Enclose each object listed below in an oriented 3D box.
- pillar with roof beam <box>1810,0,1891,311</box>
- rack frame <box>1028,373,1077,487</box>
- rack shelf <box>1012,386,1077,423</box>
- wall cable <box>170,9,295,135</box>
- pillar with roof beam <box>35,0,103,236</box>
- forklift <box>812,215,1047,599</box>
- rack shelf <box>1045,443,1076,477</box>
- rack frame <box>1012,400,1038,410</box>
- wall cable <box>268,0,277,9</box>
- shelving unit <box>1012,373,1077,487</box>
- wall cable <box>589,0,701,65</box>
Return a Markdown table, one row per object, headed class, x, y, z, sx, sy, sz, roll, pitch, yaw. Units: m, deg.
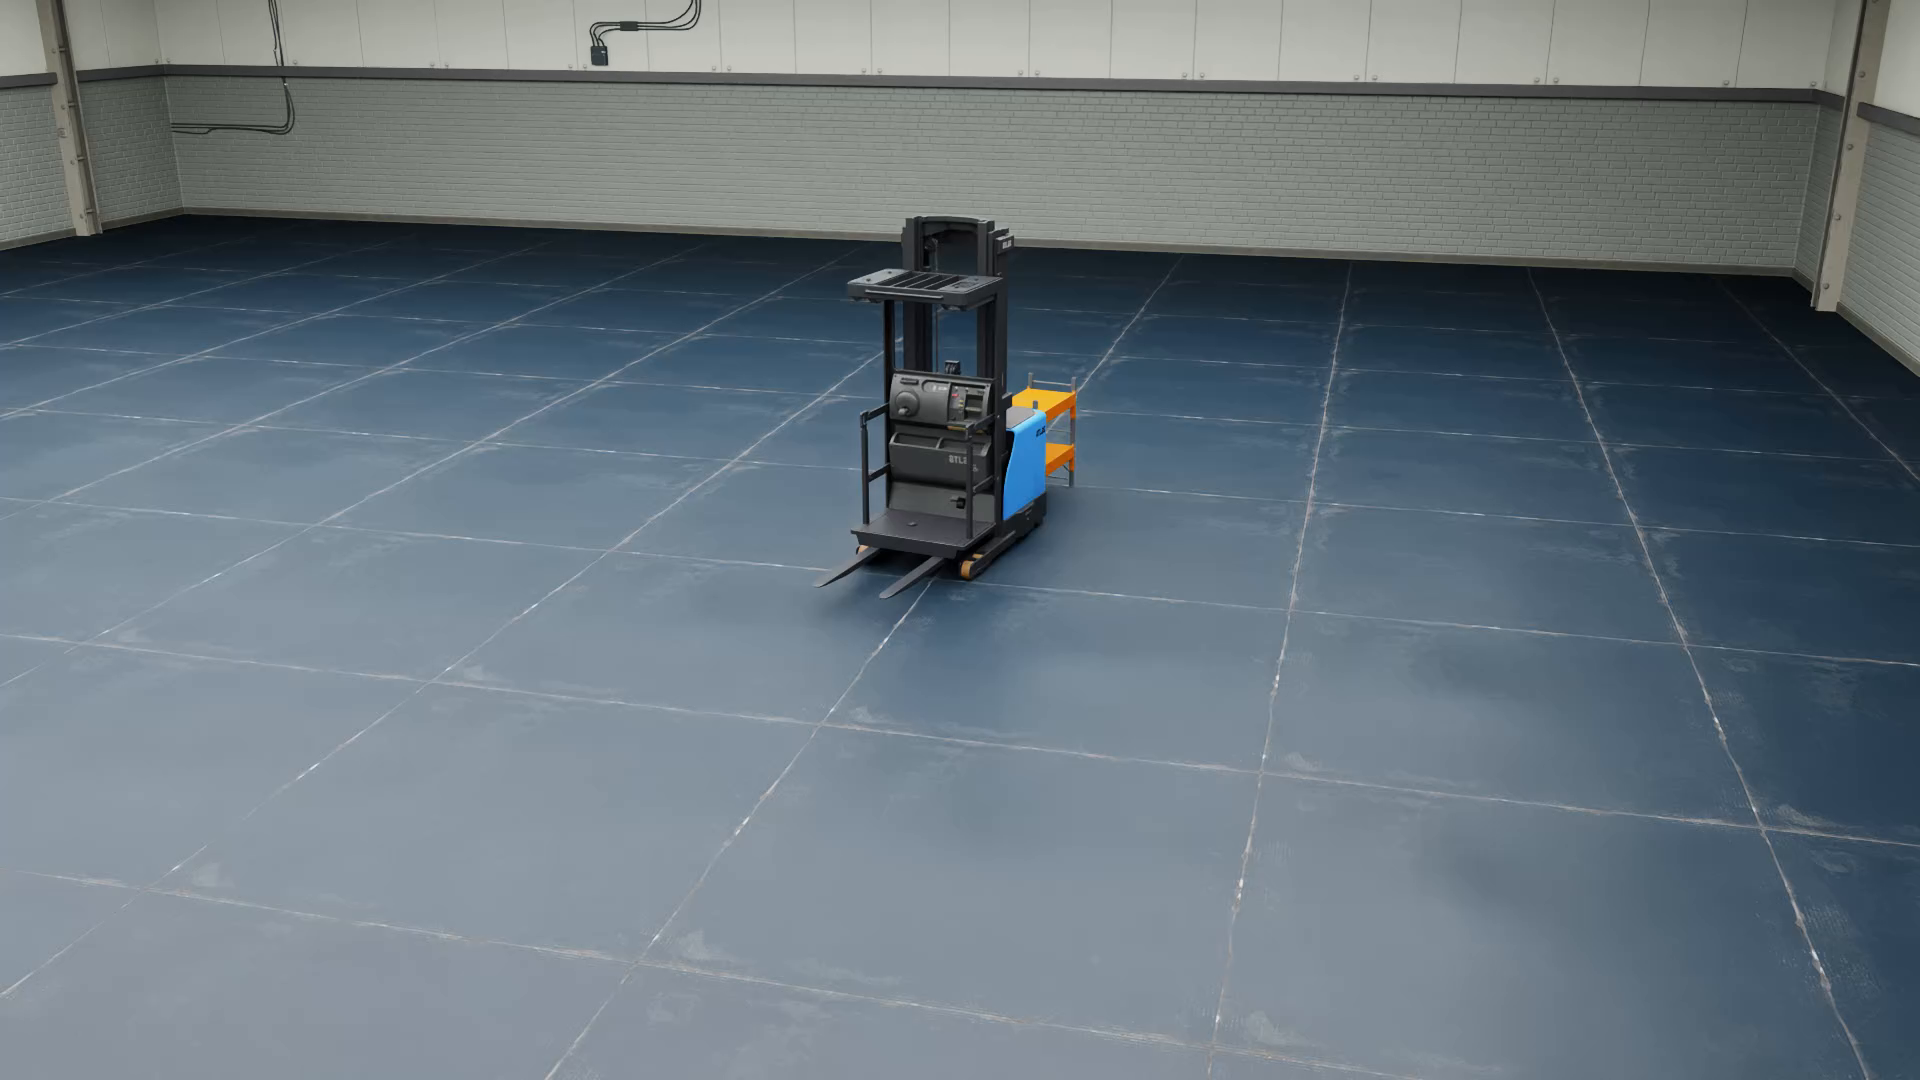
| class | x | y | z | sx | sy | sz | roll | pitch | yaw |
| --- | --- | --- | --- | --- | --- | --- | --- | --- | --- |
| pillar with roof beam | 9.139 | -8.161 | 25.160 | 9.100 | 9.000 | 0.400 | 5 | 19 | 13 |
| rack frame | 0.916 | -1.099 | 16.663 | 0.500 | 1.125 | 0.032 | 8 | 21 | 23 |
| rack shelf | 0.705 | -1.226 | 16.131 | 0.538 | 0.278 | 1.000 | 8 | 21 | 23 |
| wall cable | -15.230 | -9.659 | 34.347 | 3.097 | 2.526 | 0.112 | 5 | 19 | 13 |
| pillar with roof beam | -13.058 | -9.969 | 30.452 | 9.100 | 9.000 | 0.400 | 5 | 19 | 13 |
| forklift | -0.259 | -1.204 | 14.179 | 1.130 | 2.935 | 3.031 | 8 | 21 | 23 |
| rack shelf | 0.705 | -0.718 | 16.304 | 0.538 | 0.278 | 1.000 | 8 | 21 | 23 |
| rack frame | 0.495 | -0.799 | 15.787 | 0.500 | 1.125 | 0.032 | 8 | 21 | 23 |
| wall cable | -12.607 | -11.835 | 32.905 | 3.097 | 2.526 | 0.112 | 5 | 19 | 13 |
| shelving unit | 0.705 | -0.949 | 16.225 | 0.538 | 1.125 | 1.048 | 8 | 21 | 23 |
| wall cable | -6.028 | -11.983 | 31.086 | 2.305 | 6.003 | 0.169 | 5 | 19 | 13 |
